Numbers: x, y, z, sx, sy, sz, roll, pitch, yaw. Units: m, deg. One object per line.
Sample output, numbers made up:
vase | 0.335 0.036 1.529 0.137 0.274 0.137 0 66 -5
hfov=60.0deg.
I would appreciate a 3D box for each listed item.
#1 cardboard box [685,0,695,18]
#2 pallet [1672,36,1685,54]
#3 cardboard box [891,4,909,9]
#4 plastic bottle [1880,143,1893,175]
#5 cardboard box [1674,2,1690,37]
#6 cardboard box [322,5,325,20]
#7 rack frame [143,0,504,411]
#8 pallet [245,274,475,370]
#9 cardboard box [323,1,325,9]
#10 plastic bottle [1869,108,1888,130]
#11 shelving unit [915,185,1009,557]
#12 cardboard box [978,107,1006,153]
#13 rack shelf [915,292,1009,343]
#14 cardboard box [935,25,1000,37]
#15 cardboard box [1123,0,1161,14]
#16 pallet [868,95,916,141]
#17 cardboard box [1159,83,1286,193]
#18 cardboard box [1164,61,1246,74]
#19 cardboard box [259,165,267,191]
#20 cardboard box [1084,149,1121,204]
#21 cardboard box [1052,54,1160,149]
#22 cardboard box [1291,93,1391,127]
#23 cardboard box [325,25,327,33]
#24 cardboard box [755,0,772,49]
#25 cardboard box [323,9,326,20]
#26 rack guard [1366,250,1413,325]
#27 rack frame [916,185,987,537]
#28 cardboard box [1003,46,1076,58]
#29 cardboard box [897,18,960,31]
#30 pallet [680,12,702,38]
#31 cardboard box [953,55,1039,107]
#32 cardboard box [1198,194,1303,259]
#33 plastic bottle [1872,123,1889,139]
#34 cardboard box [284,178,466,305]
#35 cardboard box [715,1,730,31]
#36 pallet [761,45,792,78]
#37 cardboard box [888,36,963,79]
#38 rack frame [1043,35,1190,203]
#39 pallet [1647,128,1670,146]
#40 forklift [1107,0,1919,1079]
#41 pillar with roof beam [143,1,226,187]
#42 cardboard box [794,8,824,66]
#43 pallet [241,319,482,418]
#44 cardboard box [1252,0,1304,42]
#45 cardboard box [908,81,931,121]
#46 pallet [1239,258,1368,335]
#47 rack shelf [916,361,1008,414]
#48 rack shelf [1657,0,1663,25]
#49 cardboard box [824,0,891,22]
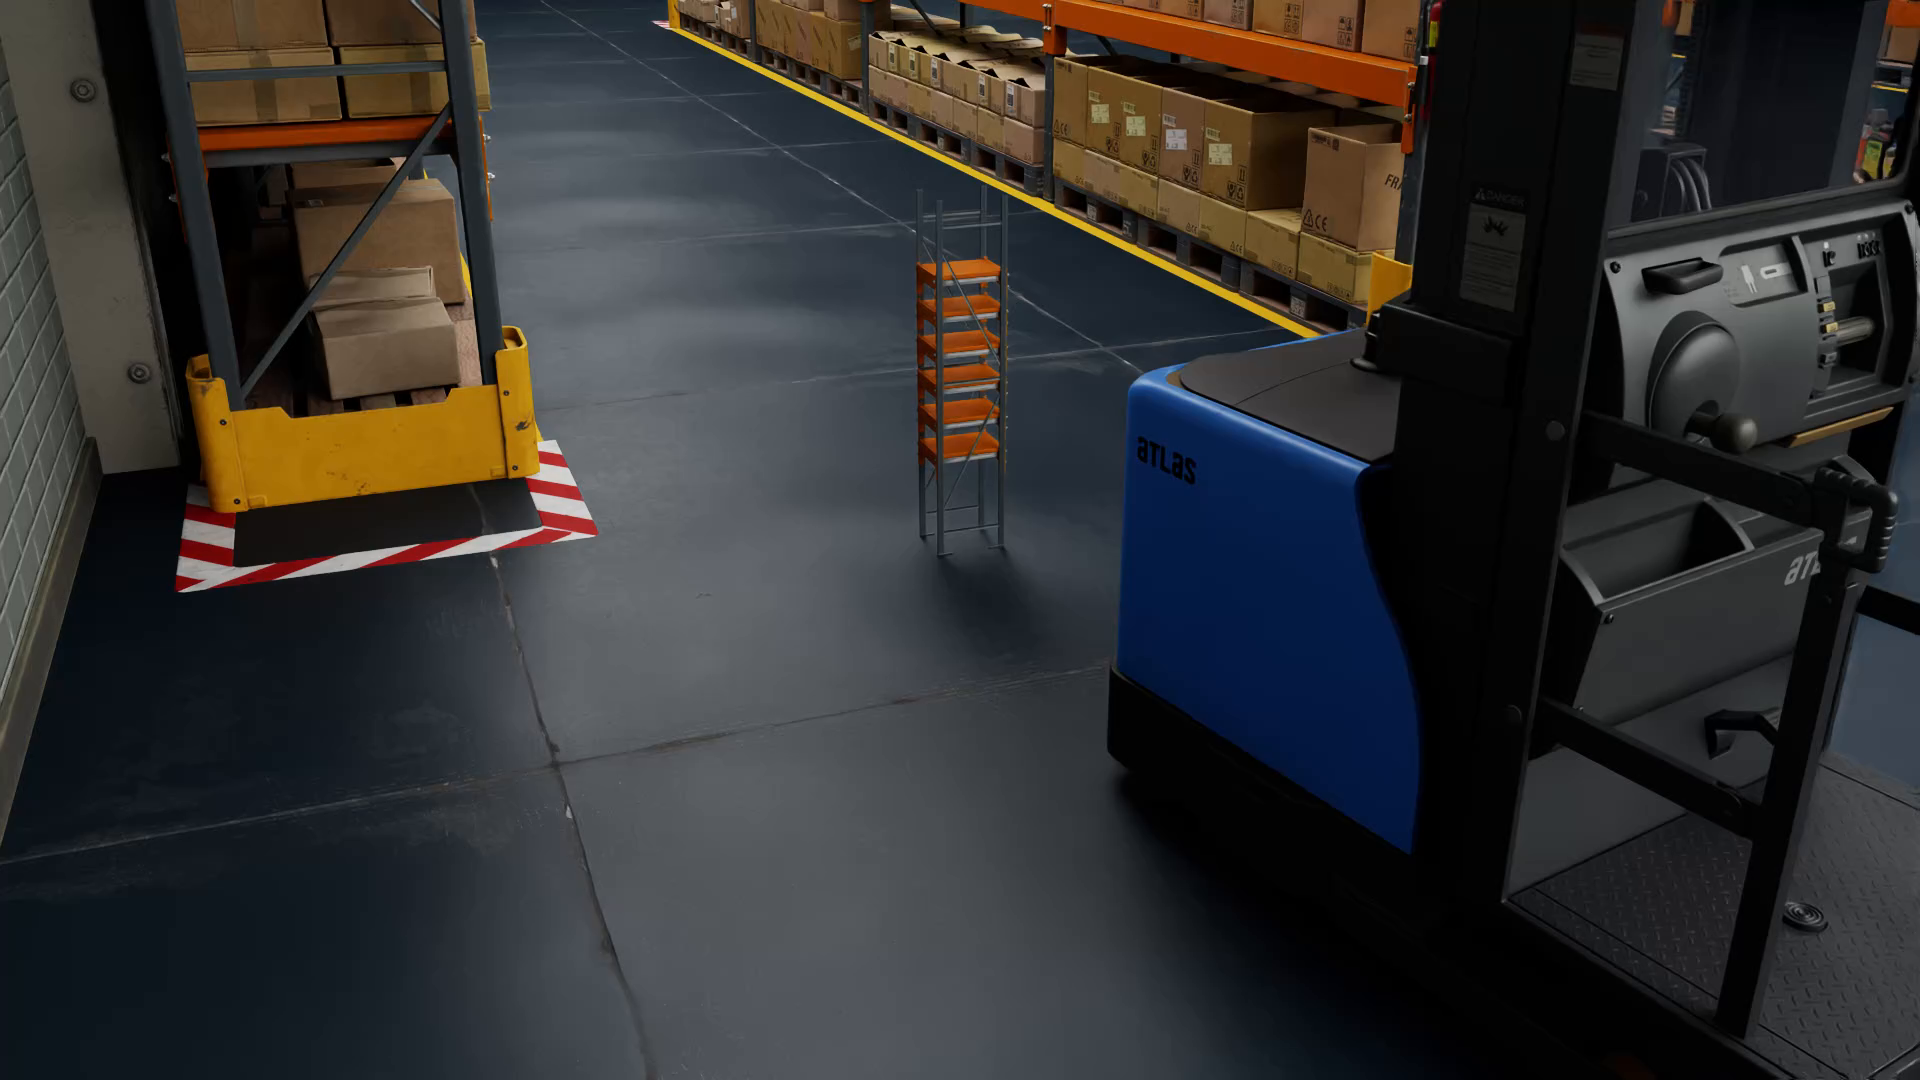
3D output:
cardboard box | -3.090 -6.598 20.516 0.500 0.250 0.500 -8 24 -19
pallet | 8.693 -5.543 18.631 1.003 0.211 1.213 -8 24 -19
cardboard box | -0.813 -4.991 16.380 0.500 0.500 0.500 -9 25 -21
plastic bottle | 6.035 -2.466 10.774 0.097 0.201 0.097 0 23 0
cardboard box | 8.677 -6.000 18.318 1.225 0.875 0.875 -10 25 -21
cardboard box | -2.708 -2.198 6.305 0.500 0.500 0.500 -8 24 -18
rack frame | -2.174 -1.586 5.651 1.000 3.000 0.127 -8 24 -19
pallet | -2.882 -1.071 8.020 1.003 0.211 1.213 -8 24 -19
cardboard box | -2.404 -2.456 6.917 0.500 0.500 0.500 -9 25 -21
plastic bottle | 6.414 -2.905 11.721 0.152 0.276 0.135 -8 24 -18
shelving unit | 0.005 -0.548 5.504 0.258 1.200 0.189 -8 24 -19
cardboard box | 0.451 -2.942 11.867 0.500 0.250 0.500 -9 24 -20
rack shelf | 0.005 -0.728 5.429 0.258 0.103 0.180 -8 24 -19
cardboard box | 0.048 -4.202 14.135 0.500 0.311 0.500 -8 24 -18
cardboard box | 1.401 -3.415 9.862 0.700 0.500 0.500 -9 24 -20
pallet | -0.113 -3.584 13.982 1.003 0.211 1.213 -8 24 -19
cardboard box | 1.448 -2.236 9.228 0.500 0.500 0.500 -8 24 -19
cardboard box | 1.580 -2.671 10.258 0.500 0.500 0.500 -8 24 -19
cardboard box | -4.093 -2.536 10.557 0.700 0.500 0.500 -9 24 -20
cardboard box | 1.098 -2.254 10.236 0.500 0.250 0.500 -8 24 -19
cardboard box | 0.916 -2.781 10.520 0.500 0.500 0.500 -8 24 -19
cardboard box | 2.110 -2.126 8.965 0.500 0.500 0.500 -8 24 -19
cardboard box | -2.714 -1.857 6.461 0.500 0.250 0.500 -8 24 -17
cardboard box | -1.838 -5.469 17.515 0.500 0.500 0.500 -9 25 -21
cardboard box | -2.421 -2.120 7.084 0.500 0.250 0.500 -9 24 -20
rack guard | 2.467 -1.106 7.731 1.175 0.500 0.348 -8 24 -19
rack frame | -0.027 -0.581 5.583 0.240 1.200 0.006 -8 24 -19
cardboard box | 0.588 -3.648 12.821 0.500 0.311 0.500 -8 24 -18
cardboard box | -0.261 -4.429 15.049 0.500 0.500 0.500 -7 24 -17
pallet | -2.884 -6.478 20.849 1.003 0.211 1.213 -8 24 -19
cardboard box | 0.271 -3.383 12.192 0.500 0.311 0.500 -8 24 -19
cardboard box | 1.627 -1.709 8.943 0.500 0.250 0.500 -8 24 -19
plastic bottle | 6.071 -2.614 11.020 0.061 0.283 0.133 -8 24 -19
cardboard box | -2.748 -1.381 7.817 0.700 0.500 0.500 -10 25 -22
cardboard box | -2.512 -6.032 19.094 0.500 0.311 0.500 -8 24 -19
pallet | -1.458 -5.052 17.464 1.003 0.211 1.213 -8 24 -19
cardboard box | -0.264 -3.938 13.510 0.500 0.311 0.500 -9 24 -20
rack frame | 1.046 -3.720 10.715 1.000 3.000 0.127 -8 24 -19
pallet | 5.879 -2.864 12.273 1.003 0.211 1.213 -8 24 -19
forklift | 1.597 -0.374 2.865 1.130 2.935 3.031 -14 27 -30
pillar with roof beam | -1.323 -7.257 11.381 9.100 9.000 0.400 -8 24 -19
cardboard box | -1.291 -4.910 16.190 0.500 0.500 0.500 -9 25 -21
pallet | -2.455 -0.629 6.970 1.003 0.211 1.213 -8 24 -19
cardboard box | 1.946 -2.856 8.535 0.700 0.500 0.500 -8 24 -19
cardboard box | -0.090 -3.499 13.189 0.500 0.250 0.500 -9 24 -20
pallet | 2.149 -1.254 8.454 1.003 0.211 1.213 -8 24 -19
rack shelf | 0.005 -0.507 5.522 0.258 0.103 0.180 -8 24 -19
rack shelf | 4.974 -4.794 14.188 1.077 0.370 4.000 -8 24 -19
cardboard box | -0.941 -4.898 15.195 0.500 0.250 0.500 -7 24 -17
